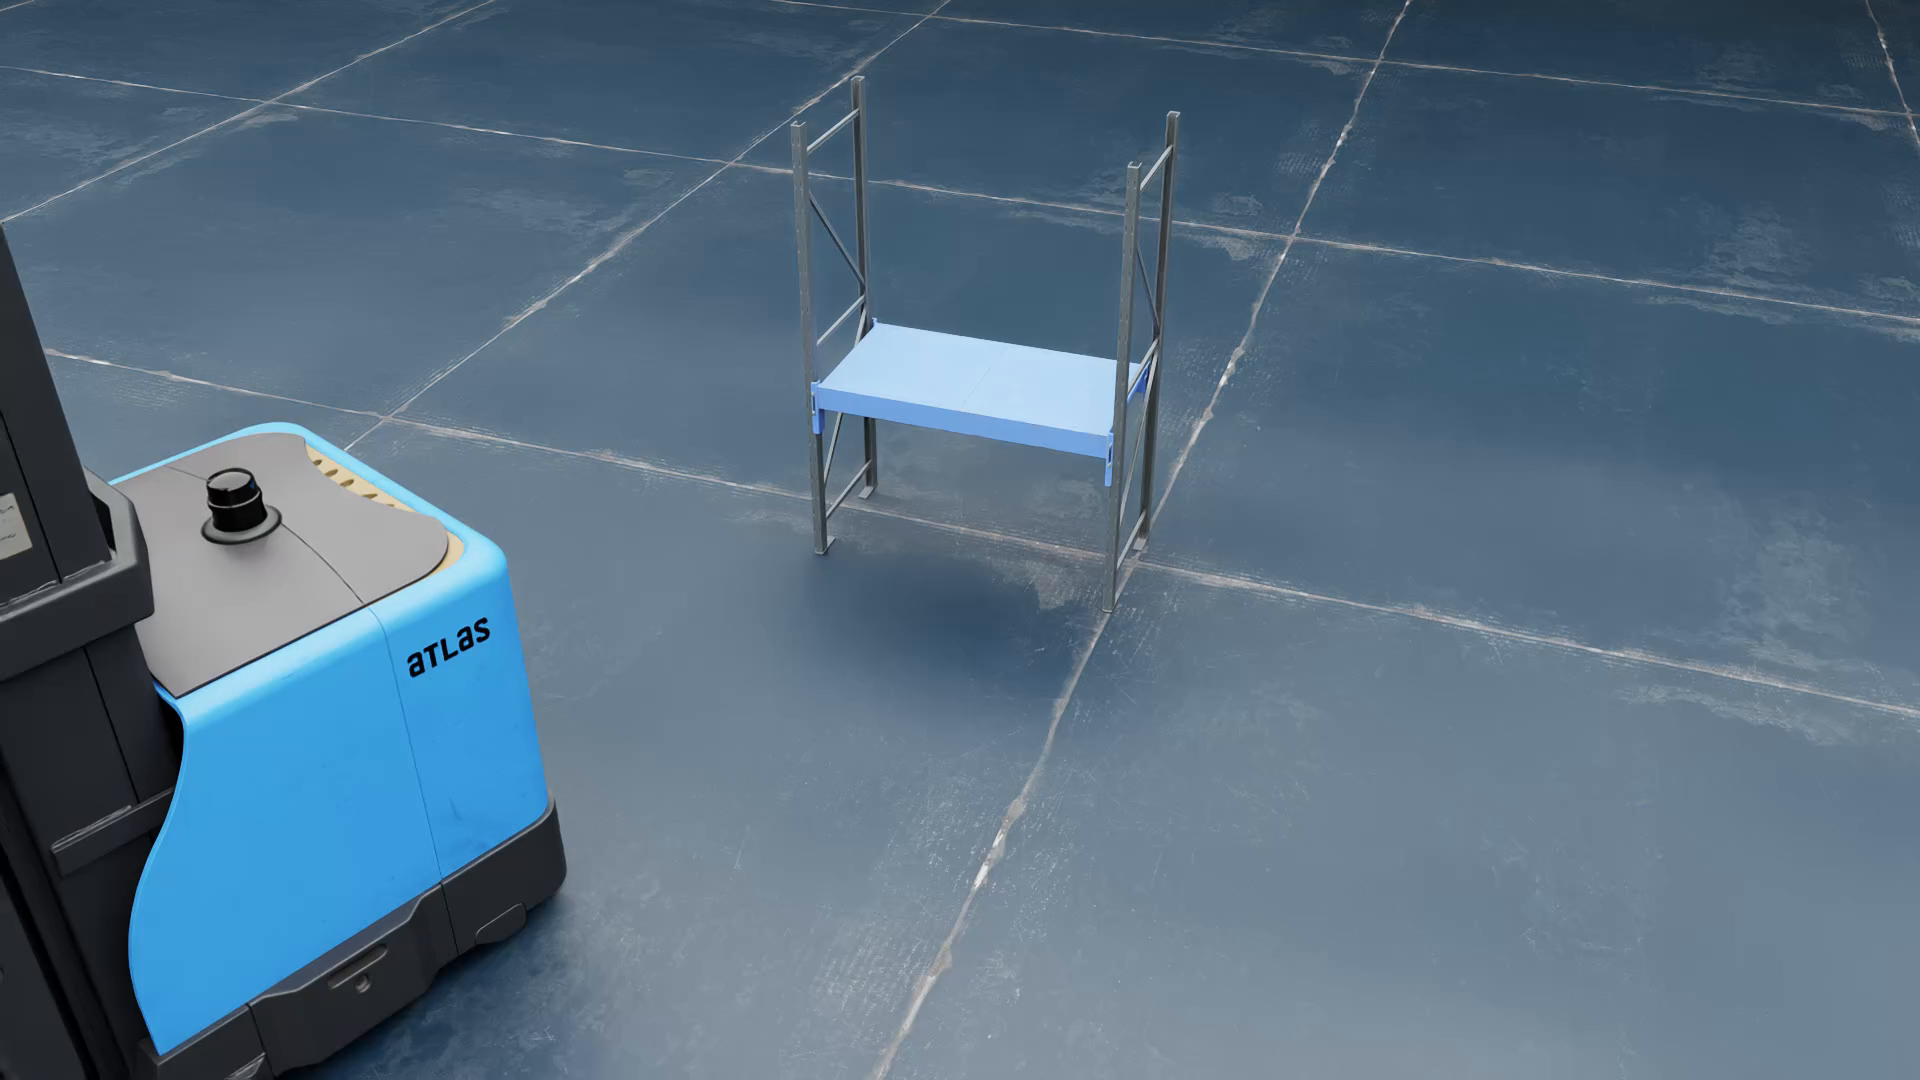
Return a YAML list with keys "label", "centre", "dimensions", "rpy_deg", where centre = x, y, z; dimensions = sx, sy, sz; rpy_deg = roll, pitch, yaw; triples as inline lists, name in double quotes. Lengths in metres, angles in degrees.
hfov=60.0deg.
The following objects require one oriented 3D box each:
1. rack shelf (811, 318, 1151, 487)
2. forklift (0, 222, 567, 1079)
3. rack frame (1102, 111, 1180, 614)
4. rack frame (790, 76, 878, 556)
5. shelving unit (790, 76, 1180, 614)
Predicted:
- label: "rack shelf"
  centre: [0.080, -0.463, 5.417]
  dimensions: [1.000, 0.185, 0.538]
  rpy_deg: [11, 34, 16]
- label: "forklift"
  centre: [-2.364, 0.117, 2.867]
  dimensions: [1.130, 2.935, 3.031]
  rpy_deg: [26, 41, 34]
- label: "rack frame"
  centre: [0.559, -0.521, 5.175]
  dimensions: [0.032, 1.500, 0.500]
  rpy_deg: [11, 34, 16]
- label: "rack frame"
  centre: [-0.398, -0.708, 5.463]
  dimensions: [0.032, 1.500, 0.500]
  rpy_deg: [11, 34, 16]
- label: "shelving unit"
  centre: [0.080, -0.614, 5.319]
  dimensions: [1.048, 1.500, 0.538]
  rpy_deg: [11, 34, 16]
